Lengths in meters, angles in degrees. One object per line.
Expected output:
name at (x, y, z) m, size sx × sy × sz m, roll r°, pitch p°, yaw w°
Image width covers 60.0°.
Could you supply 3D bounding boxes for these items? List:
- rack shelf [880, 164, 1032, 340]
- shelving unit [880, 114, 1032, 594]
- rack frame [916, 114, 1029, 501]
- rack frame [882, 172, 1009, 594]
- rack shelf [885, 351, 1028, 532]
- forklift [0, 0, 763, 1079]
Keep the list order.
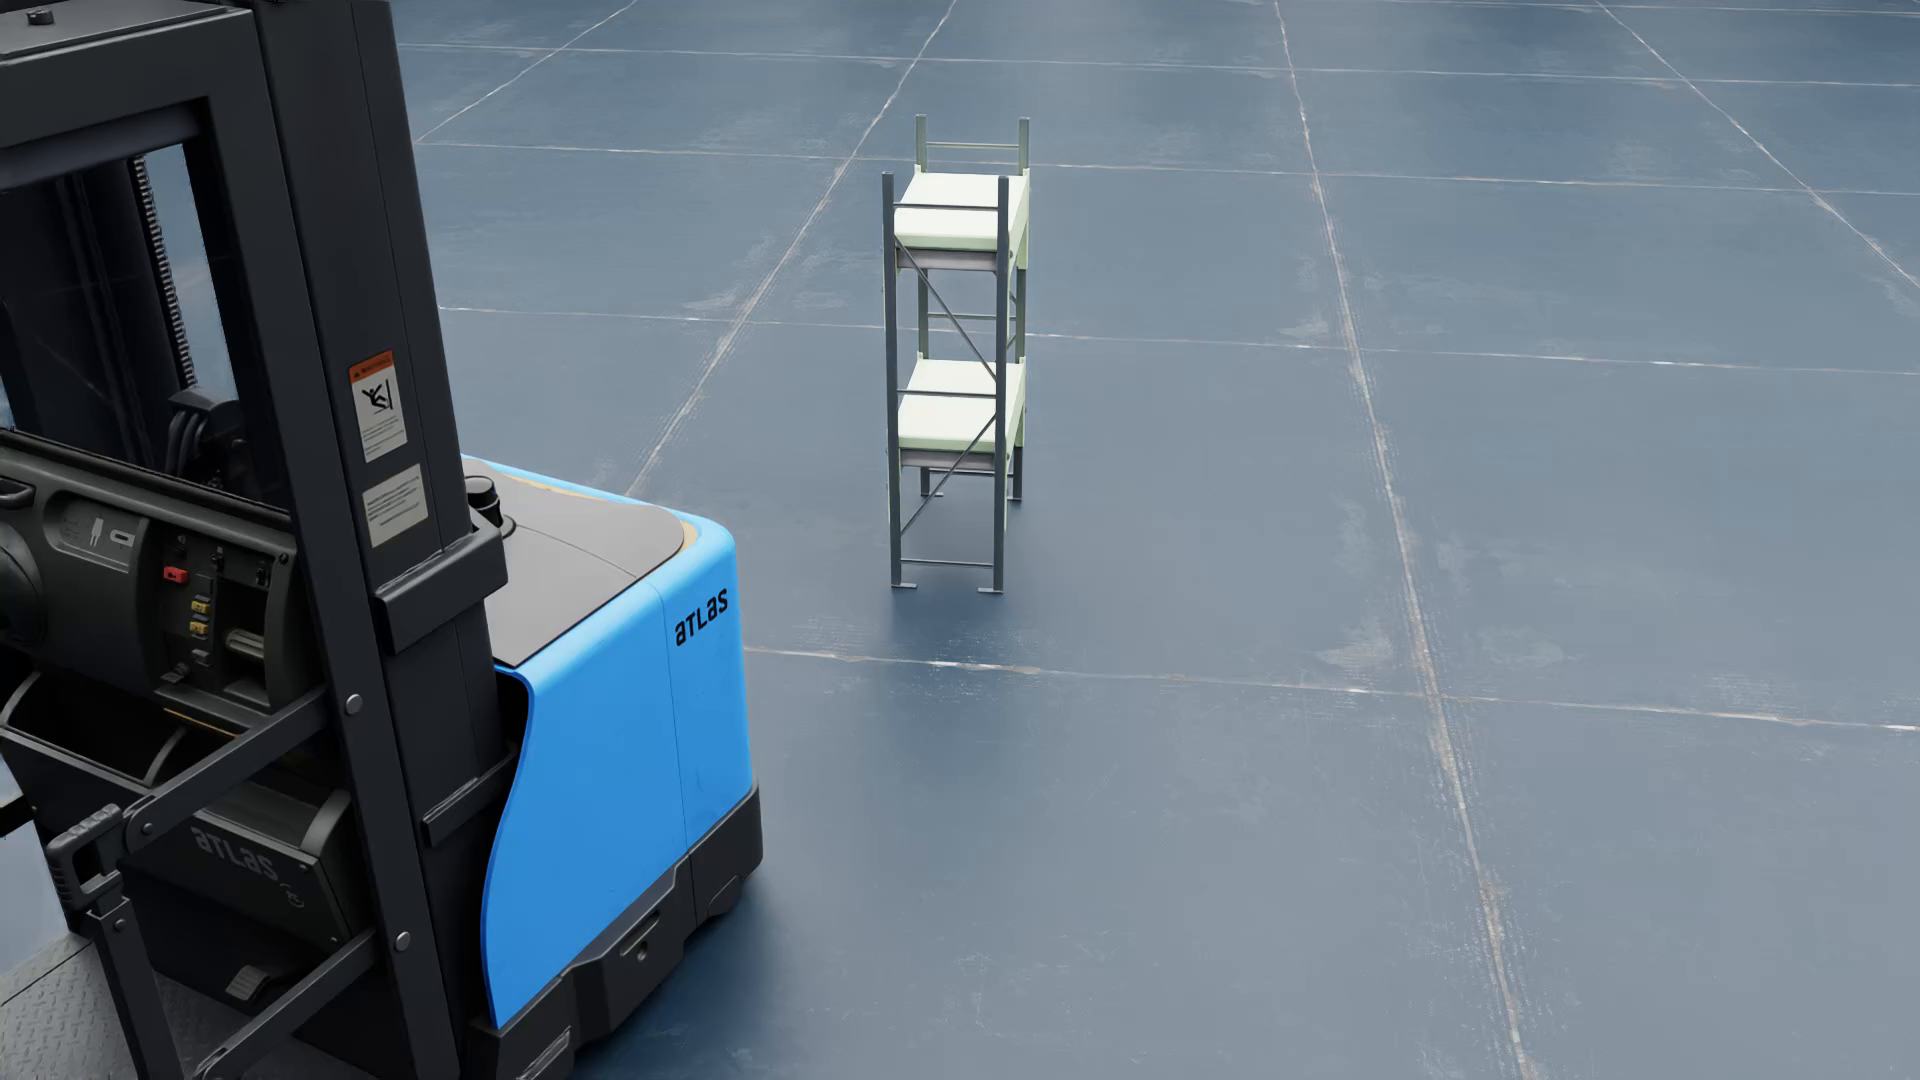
rack shelf at (-0.001, -1.001, 5.703) m, size 0.431 × 0.370 × 0.720 m, roll 3°, pitch 28°, yaw 6°
shelving unit at (-0.001, -0.657, 5.888) m, size 0.431 × 1.500 × 0.755 m, roll 3°, pitch 28°, yaw 6°
rack frame at (0.044, -0.829, 6.208) m, size 0.400 × 1.500 × 0.023 m, roll 3°, pitch 28°, yaw 6°
rack frame at (-0.046, -0.485, 5.569) m, size 0.400 × 1.500 × 0.023 m, roll 3°, pitch 28°, yaw 6°
rack shelf at (-0.001, -0.370, 6.043) m, size 0.431 × 0.370 × 0.720 m, roll 3°, pitch 28°, yaw 6°
forklift at (-1.668, 0.127, 2.924) m, size 1.130 × 2.935 × 3.031 m, roll 14°, pitch 31°, yaw 24°
